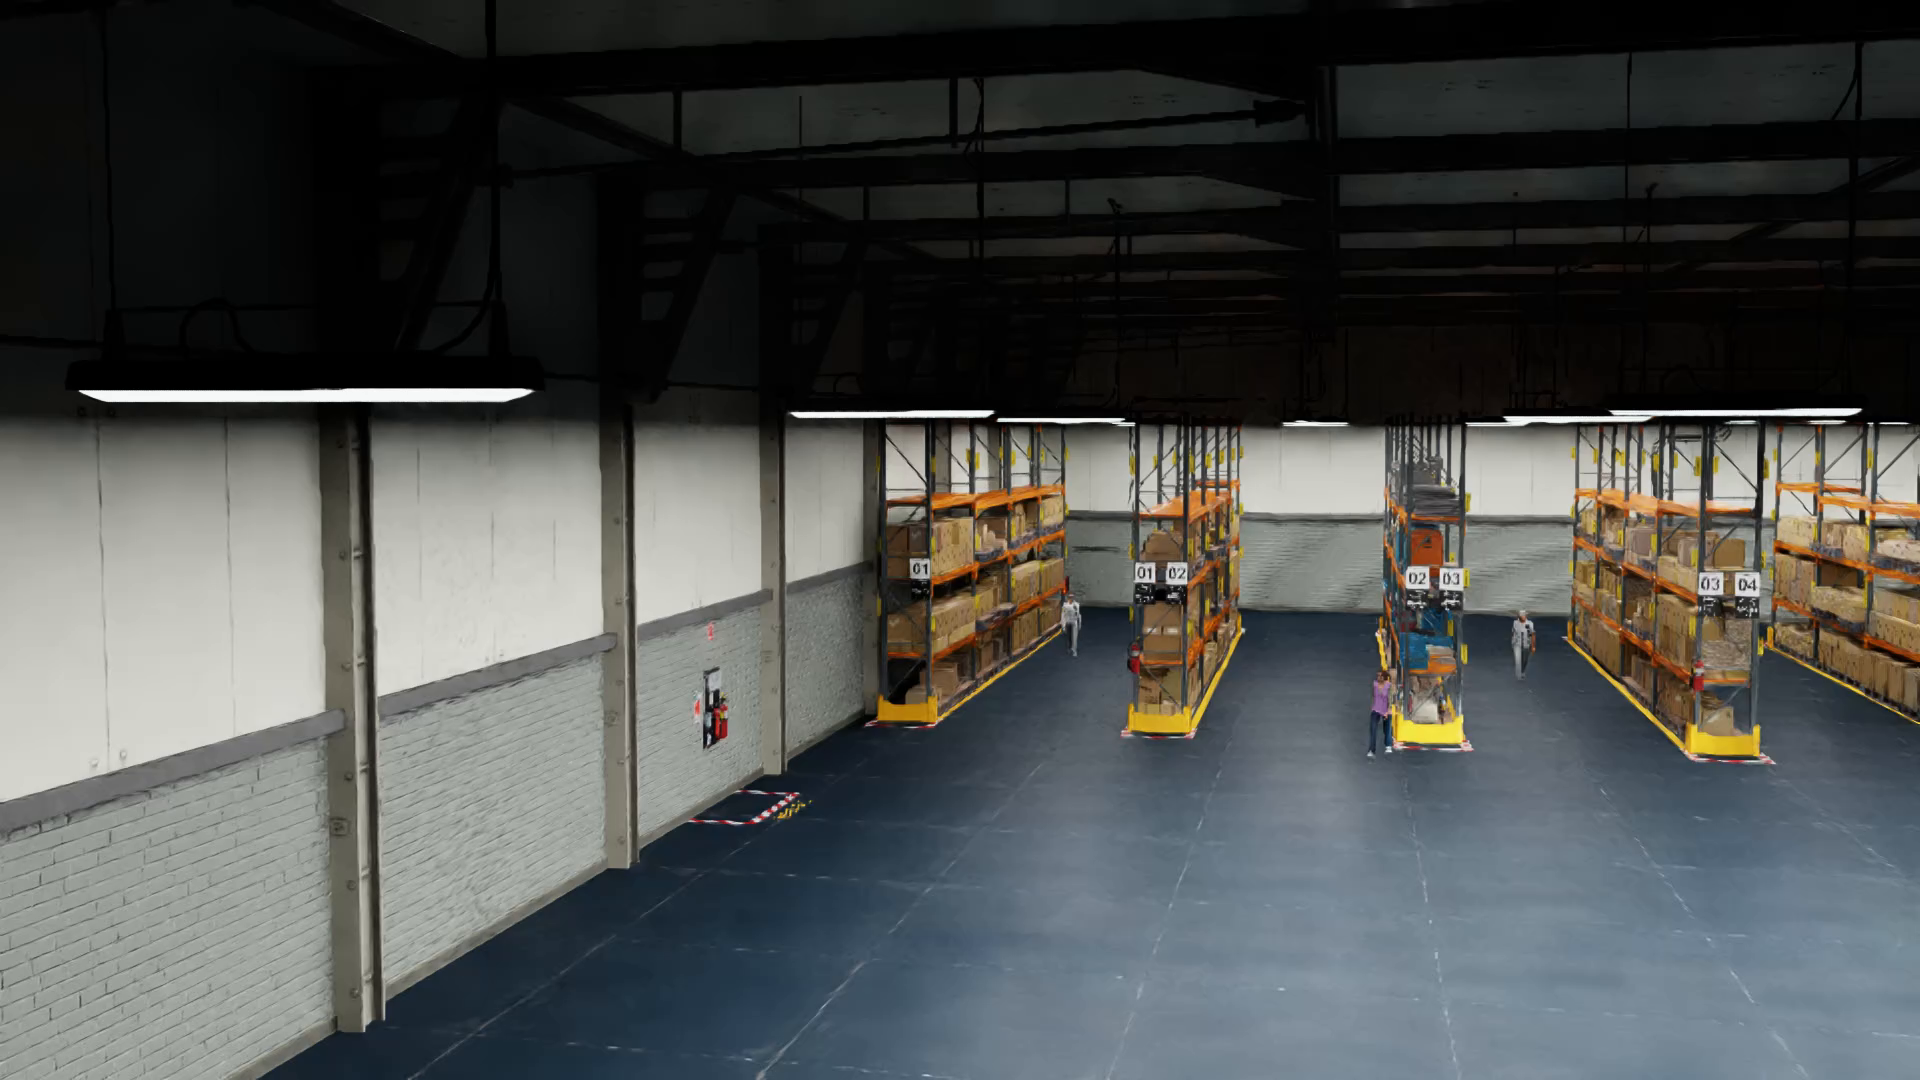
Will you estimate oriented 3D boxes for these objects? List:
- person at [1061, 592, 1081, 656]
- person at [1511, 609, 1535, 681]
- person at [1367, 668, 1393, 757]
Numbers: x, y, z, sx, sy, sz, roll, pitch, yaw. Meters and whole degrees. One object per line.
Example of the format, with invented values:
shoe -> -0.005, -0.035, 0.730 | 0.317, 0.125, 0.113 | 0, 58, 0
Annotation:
person -> 2.781, 2.077, 41.786 | 0.498, 1.585, 1.075 | 1, 4, 11
person -> 12.772, 2.365, 37.713 | 0.493, 1.606, 1.001 | 1, 4, 12
person -> 7.337, 2.982, 28.919 | 0.410, 1.529, 0.958 | 2, 4, 23
